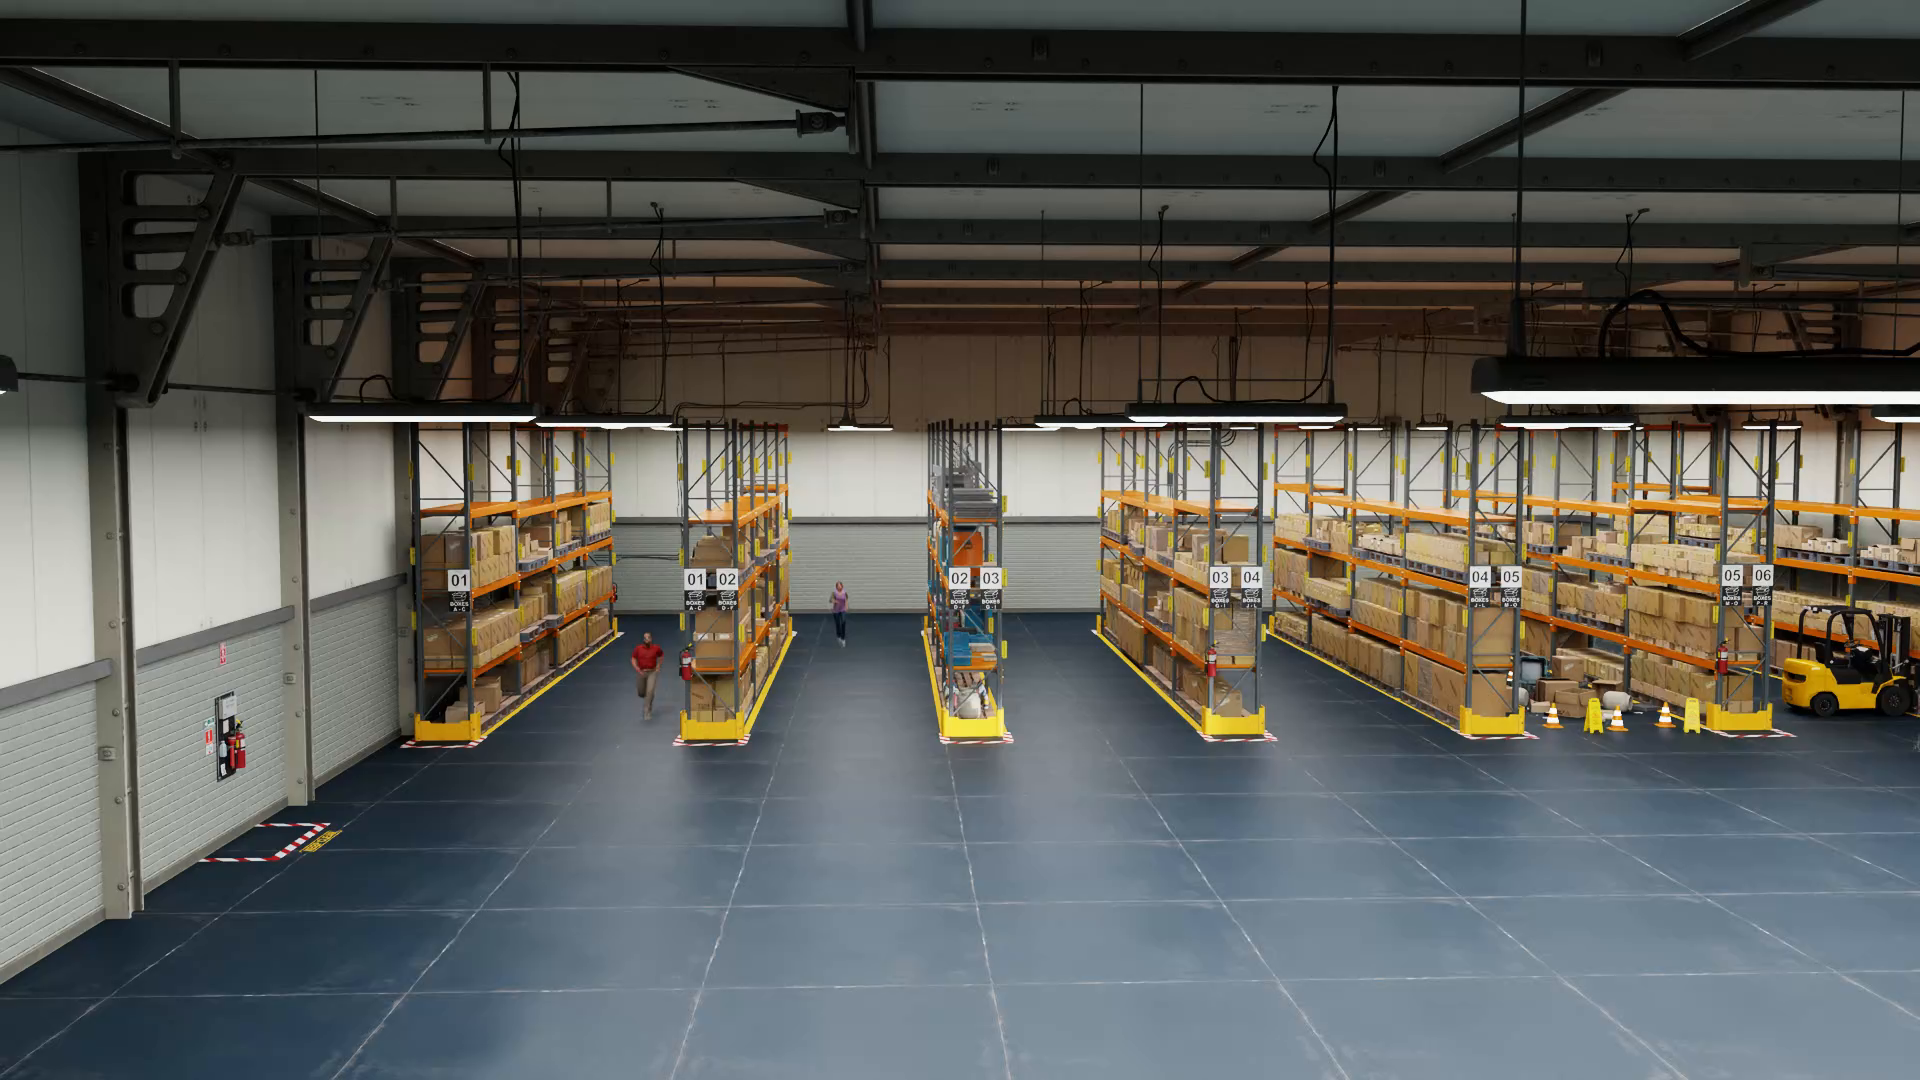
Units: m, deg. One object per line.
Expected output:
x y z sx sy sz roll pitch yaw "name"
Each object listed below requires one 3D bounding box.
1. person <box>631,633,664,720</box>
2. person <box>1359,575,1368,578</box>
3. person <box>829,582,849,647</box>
-6.346 2.742 33.731 0.641 1.725 1.039 0 4 -1 "person"
11.120 1.903 45.979 0.672 1.842 0.925 0 4 3 "person"
-3.134 1.906 43.082 0.516 1.679 0.722 0 4 -6 "person"
